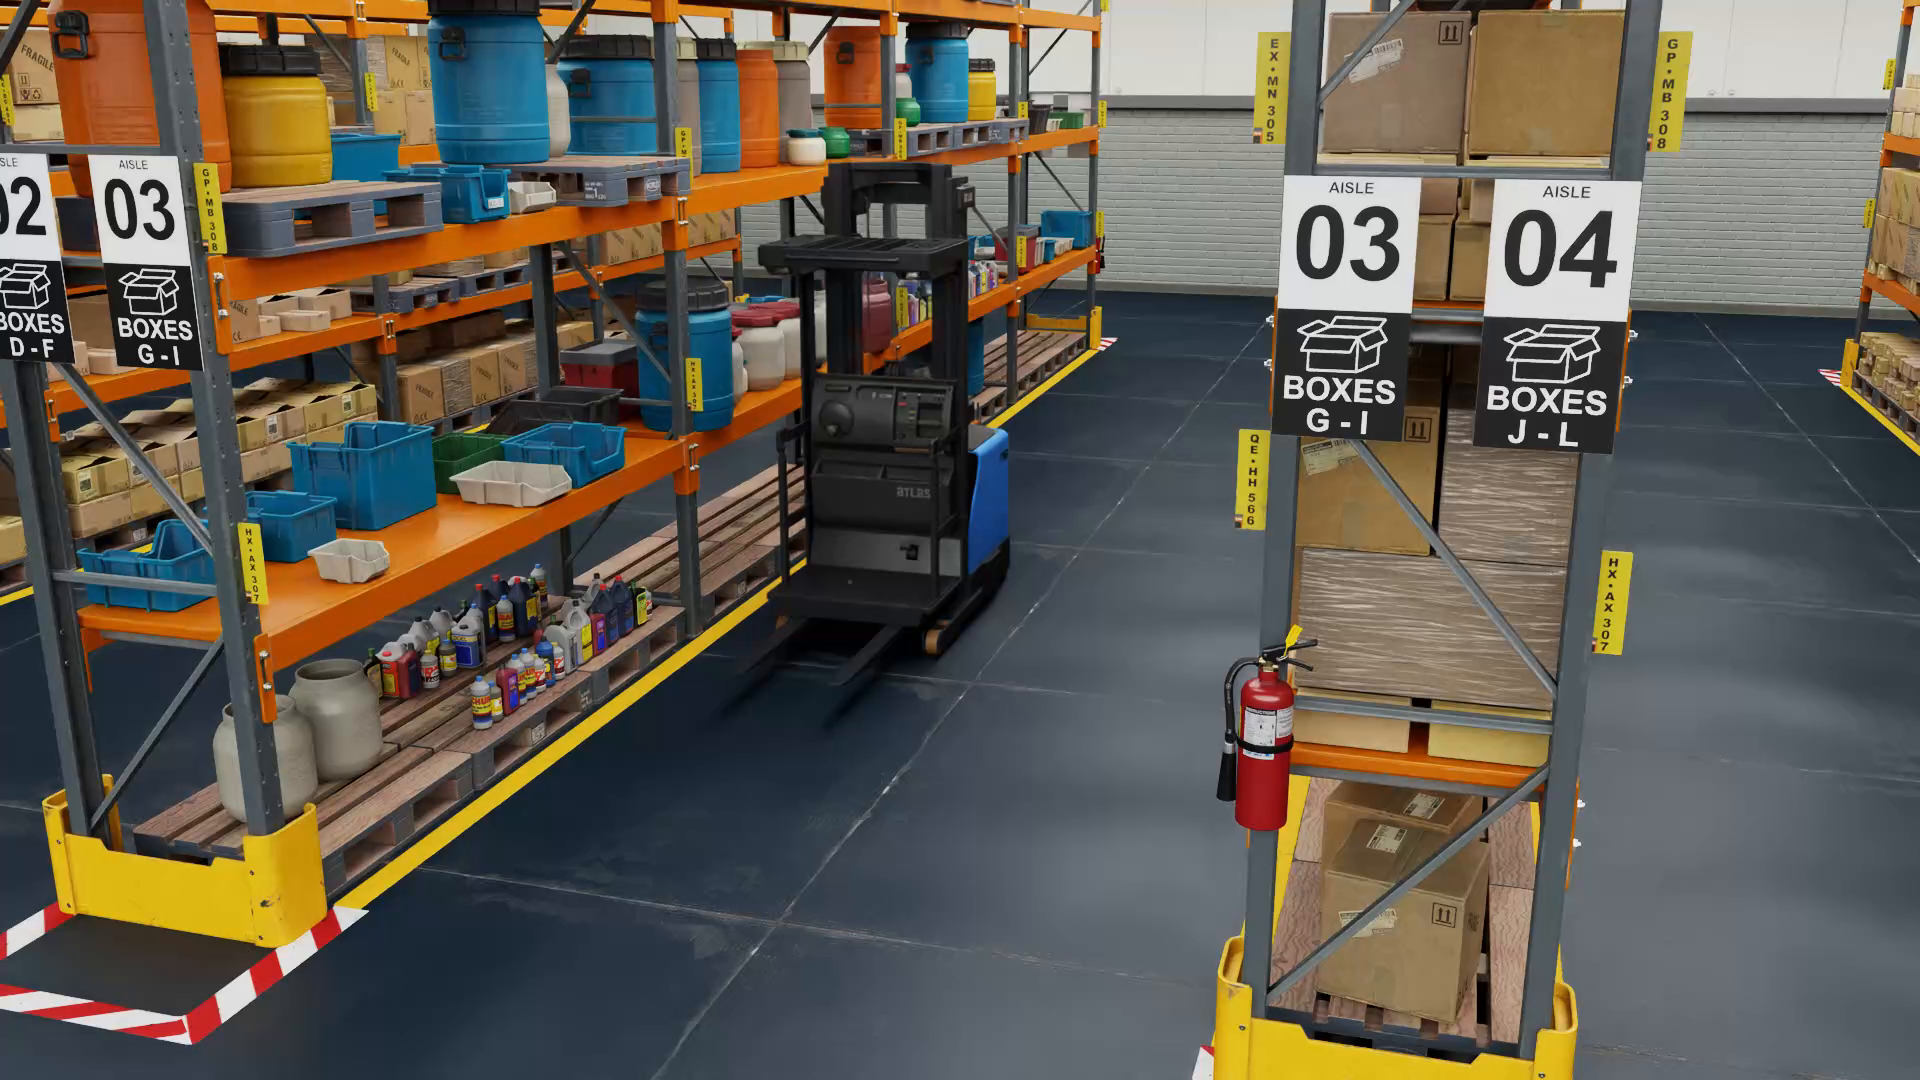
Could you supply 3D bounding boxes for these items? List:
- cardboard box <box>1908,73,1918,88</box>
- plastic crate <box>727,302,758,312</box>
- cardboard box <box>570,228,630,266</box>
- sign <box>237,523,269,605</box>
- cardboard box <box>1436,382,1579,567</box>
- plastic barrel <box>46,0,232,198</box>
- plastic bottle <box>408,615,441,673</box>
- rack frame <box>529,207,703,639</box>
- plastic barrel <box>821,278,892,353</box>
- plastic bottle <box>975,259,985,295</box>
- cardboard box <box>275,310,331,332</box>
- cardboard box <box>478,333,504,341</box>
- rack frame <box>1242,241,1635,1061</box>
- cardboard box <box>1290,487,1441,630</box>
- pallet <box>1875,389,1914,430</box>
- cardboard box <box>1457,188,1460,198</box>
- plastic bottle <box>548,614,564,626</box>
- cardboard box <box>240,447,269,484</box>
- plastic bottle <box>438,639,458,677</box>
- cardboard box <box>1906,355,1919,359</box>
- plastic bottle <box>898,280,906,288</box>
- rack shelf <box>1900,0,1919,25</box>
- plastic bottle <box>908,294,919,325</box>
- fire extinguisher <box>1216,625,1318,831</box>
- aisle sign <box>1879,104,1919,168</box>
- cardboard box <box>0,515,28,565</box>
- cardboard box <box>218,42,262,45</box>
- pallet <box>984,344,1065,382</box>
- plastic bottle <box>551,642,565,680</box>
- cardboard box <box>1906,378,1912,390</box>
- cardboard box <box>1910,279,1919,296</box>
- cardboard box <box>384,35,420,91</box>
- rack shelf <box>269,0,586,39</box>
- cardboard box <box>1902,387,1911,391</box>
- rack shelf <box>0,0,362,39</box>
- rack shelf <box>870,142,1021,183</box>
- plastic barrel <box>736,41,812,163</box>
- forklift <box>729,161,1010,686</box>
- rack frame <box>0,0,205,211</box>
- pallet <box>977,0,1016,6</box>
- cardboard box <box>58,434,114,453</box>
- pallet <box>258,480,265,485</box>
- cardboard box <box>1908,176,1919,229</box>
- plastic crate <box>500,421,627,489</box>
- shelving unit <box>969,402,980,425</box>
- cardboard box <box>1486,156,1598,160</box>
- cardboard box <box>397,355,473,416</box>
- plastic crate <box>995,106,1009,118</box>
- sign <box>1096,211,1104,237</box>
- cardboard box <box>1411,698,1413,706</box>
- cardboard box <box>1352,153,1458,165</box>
[{"bbox_3d":[10.187,-4.814,17.436,0.380,0.149,0.250,5,16,16],"label":"cardboard box"},{"bbox_3d":[-1.767,-1.543,12.654,0.402,0.464,0.583,5,16,16],"label":"plastic crate"},{"bbox_3d":[-4.220,-3.503,19.498,0.500,0.500,0.500,5,17,17],"label":"cardboard box"},{"bbox_3d":[-2.762,0.093,6.498,0.100,0.325,0.005,5,16,16],"label":"sign"},{"bbox_3d":[1.878,-0.229,5.578,0.500,0.500,0.500,5,16,16],"label":"cardboard box"},{"bbox_3d":[-3.272,-1.807,6.648,0.600,0.830,0.708,5,16,16],"label":"plastic barrel"},{"bbox_3d":[-3.006,0.587,9.312,0.144,0.351,0.185,5,17,18],"label":"plastic bottle"},{"bbox_3d":[-2.151,-0.864,10.380,1.000,3.000,0.127,5,16,16],"label":"rack frame"},{"bbox_3d":[-0.856,-1.831,13.540,0.600,0.536,0.708,5,16,16],"label":"plastic barrel"},{"bbox_3d":[0.175,-2.668,16.828,0.144,0.351,0.185,5,16,16],"label":"plastic bottle"},{"bbox_3d":[-5.753,-1.918,14.556,0.380,0.149,0.250,5,16,16],"label":"cardboard box"},{"bbox_3d":[-5.287,-1.973,18.064,0.500,0.500,0.500,5,17,17],"label":"cardboard box"},{"bbox_3d":[1.461,0.566,5.336,1.000,3.000,0.127,5,16,16],"label":"rack frame"},{"bbox_3d":[1.671,0.093,6.276,0.875,0.500,0.500,5,16,16],"label":"cardboard box"},{"bbox_3d":[10.100,-1.319,17.094,1.003,0.211,1.213,5,16,16],"label":"pallet"},{"bbox_3d":[1.647,-1.215,6.393,0.500,0.250,0.500,5,17,17],"label":"cardboard box"},{"bbox_3d":[-2.310,0.555,9.547,0.061,0.283,0.133,5,16,16],"label":"plastic bottle"},{"bbox_3d":[-6.111,-0.617,13.778,0.500,0.250,0.500,5,17,17],"label":"cardboard box"},{"bbox_3d":[-2.878,0.656,9.340,0.097,0.201,0.097,0,16,0],"label":"plastic bottle"},{"bbox_3d":[9.925,-1.796,17.028,0.380,0.149,0.250,5,16,16],"label":"cardboard box"},{"bbox_3d":[-0.579,-2.462,16.378,0.097,0.201,0.097,0,16,0],"label":"plastic bottle"},{"bbox_3d":[10.166,-5.224,16.080,1.077,0.370,4.000,5,16,16],"label":"rack shelf"},{"bbox_3d":[-0.450,-2.060,14.824,0.152,0.276,0.135,5,16,16],"label":"plastic bottle"},{"bbox_3d":[0.986,0.598,5.367,0.296,0.674,0.183,5,16,16],"label":"fire extinguisher"},{"bbox_3d":[10.468,-4.502,18.440,0.394,0.787,0.004,5,16,16],"label":"aisle sign"},{"bbox_3d":[-6.822,0.010,11.568,0.500,0.250,0.500,5,16,16],"label":"cardboard box"},{"bbox_3d":[-8.905,-5.872,20.486,0.500,0.500,0.500,4,16,15],"label":"cardboard box"},{"bbox_3d":[0.639,-2.131,19.957,1.003,0.211,1.213,5,16,16],"label":"pallet"},{"bbox_3d":[-2.261,0.671,9.288,0.097,0.201,0.097,0,16,0],"label":"plastic bottle"},{"bbox_3d":[9.821,-1.581,16.815,0.380,0.149,0.250,4,16,13],"label":"cardboard box"},{"bbox_3d":[9.830,-2.549,16.779,0.380,0.149,0.250,5,17,17],"label":"cardboard box"},{"bbox_3d":[-5.488,-4.515,15.739,0.500,0.500,0.500,5,16,16],"label":"cardboard box"},{"bbox_3d":[-5.194,-5.167,16.606,1.077,0.370,4.000,5,16,16],"label":"rack shelf"},{"bbox_3d":[9.815,-1.456,16.919,0.380,0.149,0.250,5,17,17],"label":"cardboard box"},{"bbox_3d":[-6.331,-4.120,12.916,1.077,0.370,4.000,5,16,16],"label":"rack shelf"},{"bbox_3d":[-0.446,-3.531,15.603,1.077,0.370,4.000,5,16,16],"label":"rack shelf"},{"bbox_3d":[-1.456,-3.397,12.893,0.600,0.901,0.600,0,16,0],"label":"plastic barrel"},{"bbox_3d":[-0.553,-0.814,10.328,1.130,2.935,3.031,5,16,16],"label":"forklift"},{"bbox_3d":[-3.288,-2.704,5.872,1.000,3.000,0.127,5,16,16],"label":"rack frame"},{"bbox_3d":[-0.083,-5.341,16.249,1.003,0.211,1.213,5,16,16],"label":"pallet"},{"bbox_3d":[-6.917,-0.663,12.912,0.500,0.311,0.500,5,17,17],"label":"cardboard box"},{"bbox_3d":[-6.034,-0.742,15.059,1.003,0.211,1.213,5,16,16],"label":"pallet"},{"bbox_3d":[9.905,-3.384,16.701,0.500,0.500,0.500,4,16,14],"label":"cardboard box"},{"bbox_3d":[-2.205,-0.482,9.305,0.499,0.251,0.616,5,16,16],"label":"plastic crate"},{"bbox_3d":[0.015,-0.519,12.735,0.215,1.050,0.252,5,16,16],"label":"shelving unit"},{"bbox_3d":[2.100,-1.316,6.018,0.380,0.149,0.250,5,16,16],"label":"cardboard box"},{"bbox_3d":[-5.216,-1.539,16.534,0.500,0.500,0.500,4,16,14],"label":"cardboard box"},{"bbox_3d":[0.333,-4.834,19.095,0.437,0.282,0.530,5,16,16],"label":"plastic crate"},{"bbox_3d":[1.791,-4.044,21.291,0.100,0.325,0.005,5,16,16],"label":"sign"},{"bbox_3d":[1.416,0.531,5.920,0.380,0.149,0.250,5,16,16],"label":"cardboard box"},{"bbox_3d":[1.638,-1.355,6.157,0.380,0.149,0.250,5,17,17],"label":"cardboard box"}]
